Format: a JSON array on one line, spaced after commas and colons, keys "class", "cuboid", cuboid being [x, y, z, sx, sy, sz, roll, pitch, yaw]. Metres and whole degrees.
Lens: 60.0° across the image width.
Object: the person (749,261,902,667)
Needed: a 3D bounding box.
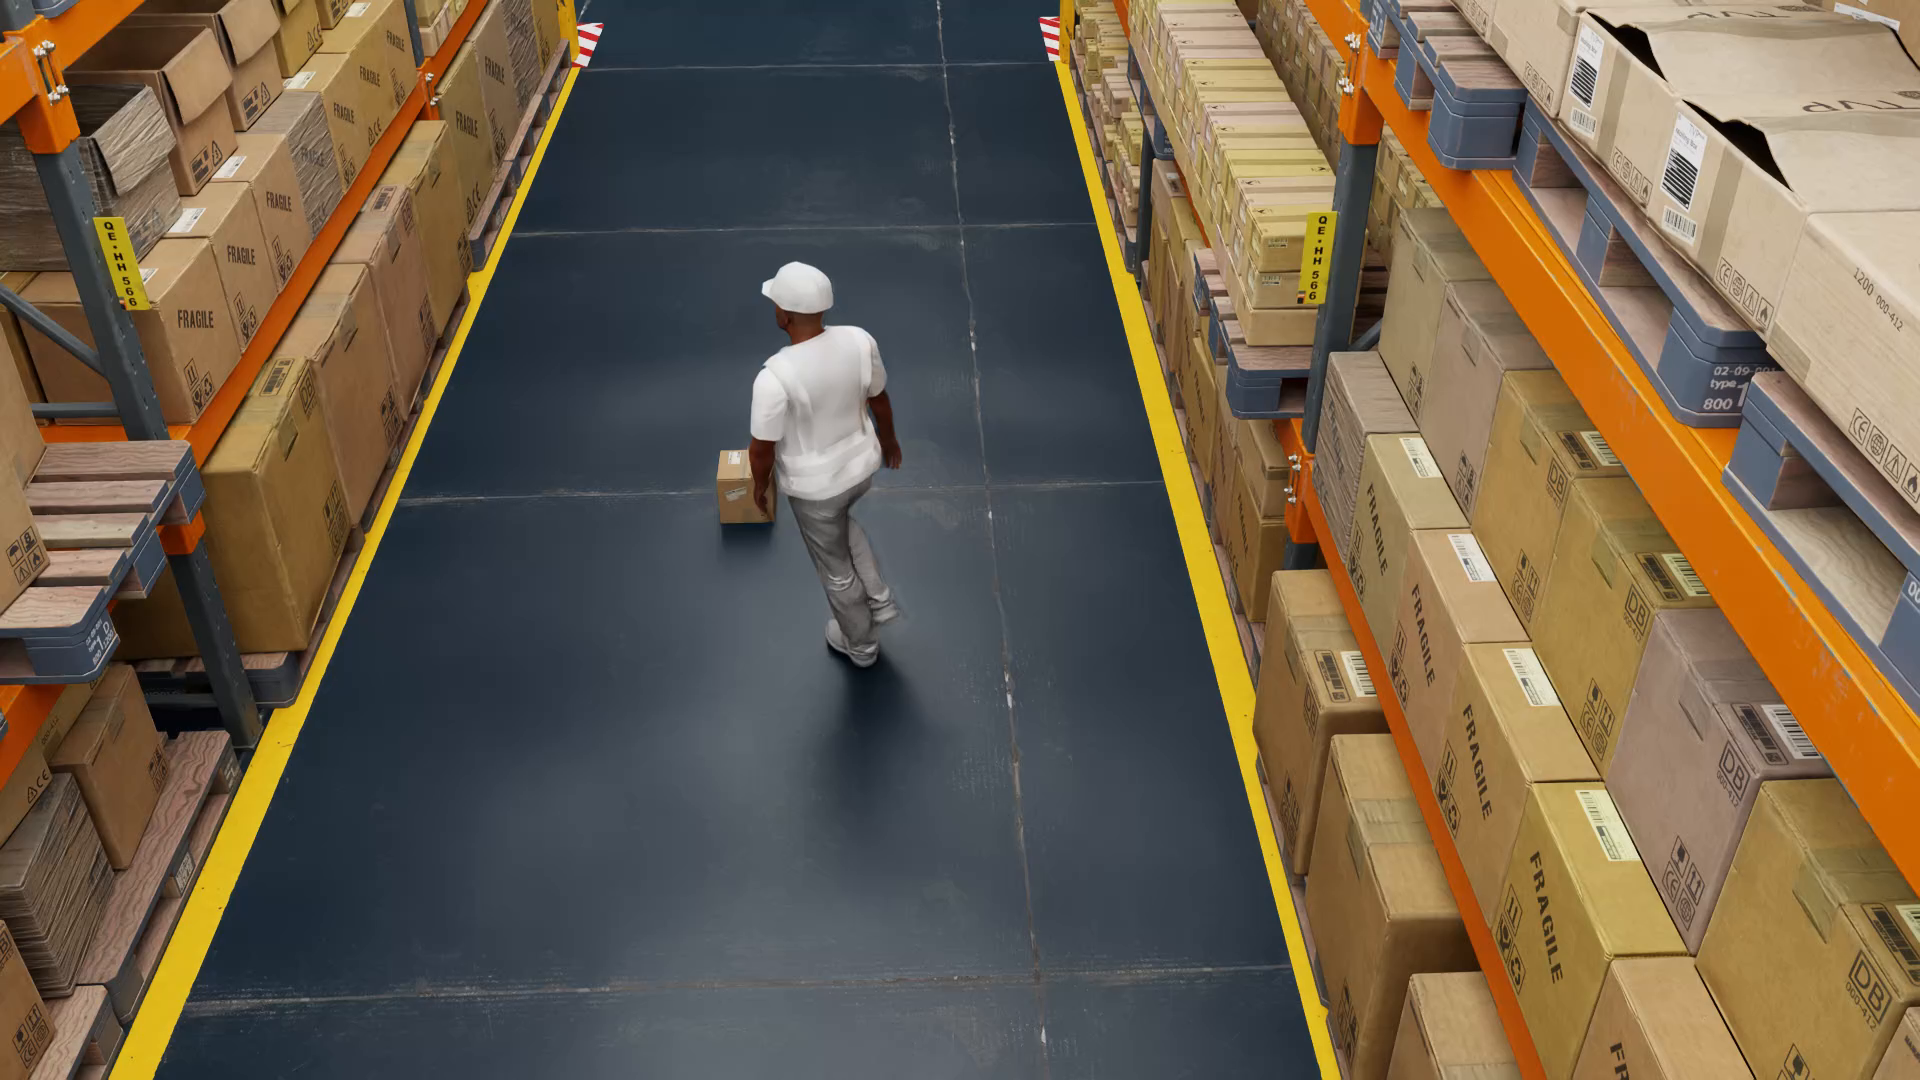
[{"class": "person", "cuboid": [-0.504, -0.280, 6.497, 0.459, 1.758, 0.705, 30, 45, 35]}]
